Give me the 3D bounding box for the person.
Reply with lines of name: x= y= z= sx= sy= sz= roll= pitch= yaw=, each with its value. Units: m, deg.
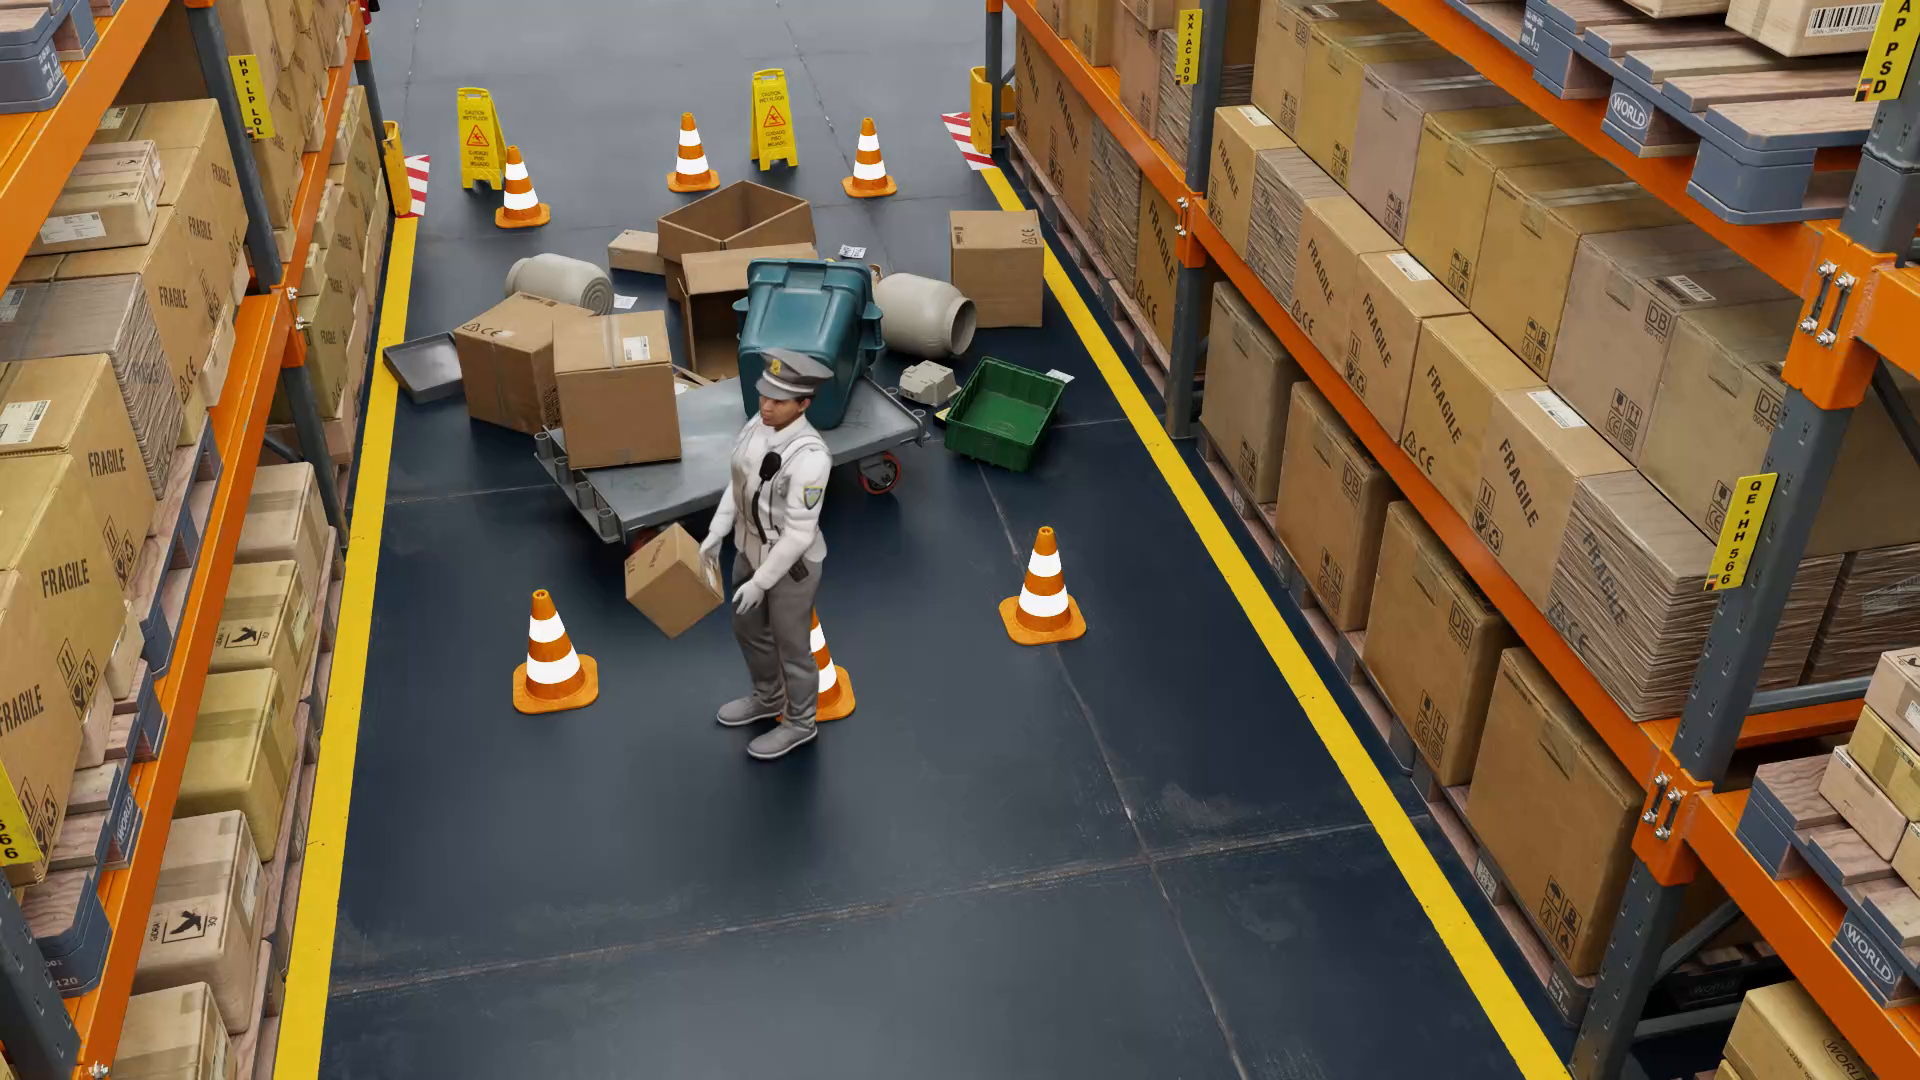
person: x=-0.674 y=0.070 z=6.006 sx=0.491 sy=1.699 sz=0.532 roll=-18 pitch=39 yaw=-24
